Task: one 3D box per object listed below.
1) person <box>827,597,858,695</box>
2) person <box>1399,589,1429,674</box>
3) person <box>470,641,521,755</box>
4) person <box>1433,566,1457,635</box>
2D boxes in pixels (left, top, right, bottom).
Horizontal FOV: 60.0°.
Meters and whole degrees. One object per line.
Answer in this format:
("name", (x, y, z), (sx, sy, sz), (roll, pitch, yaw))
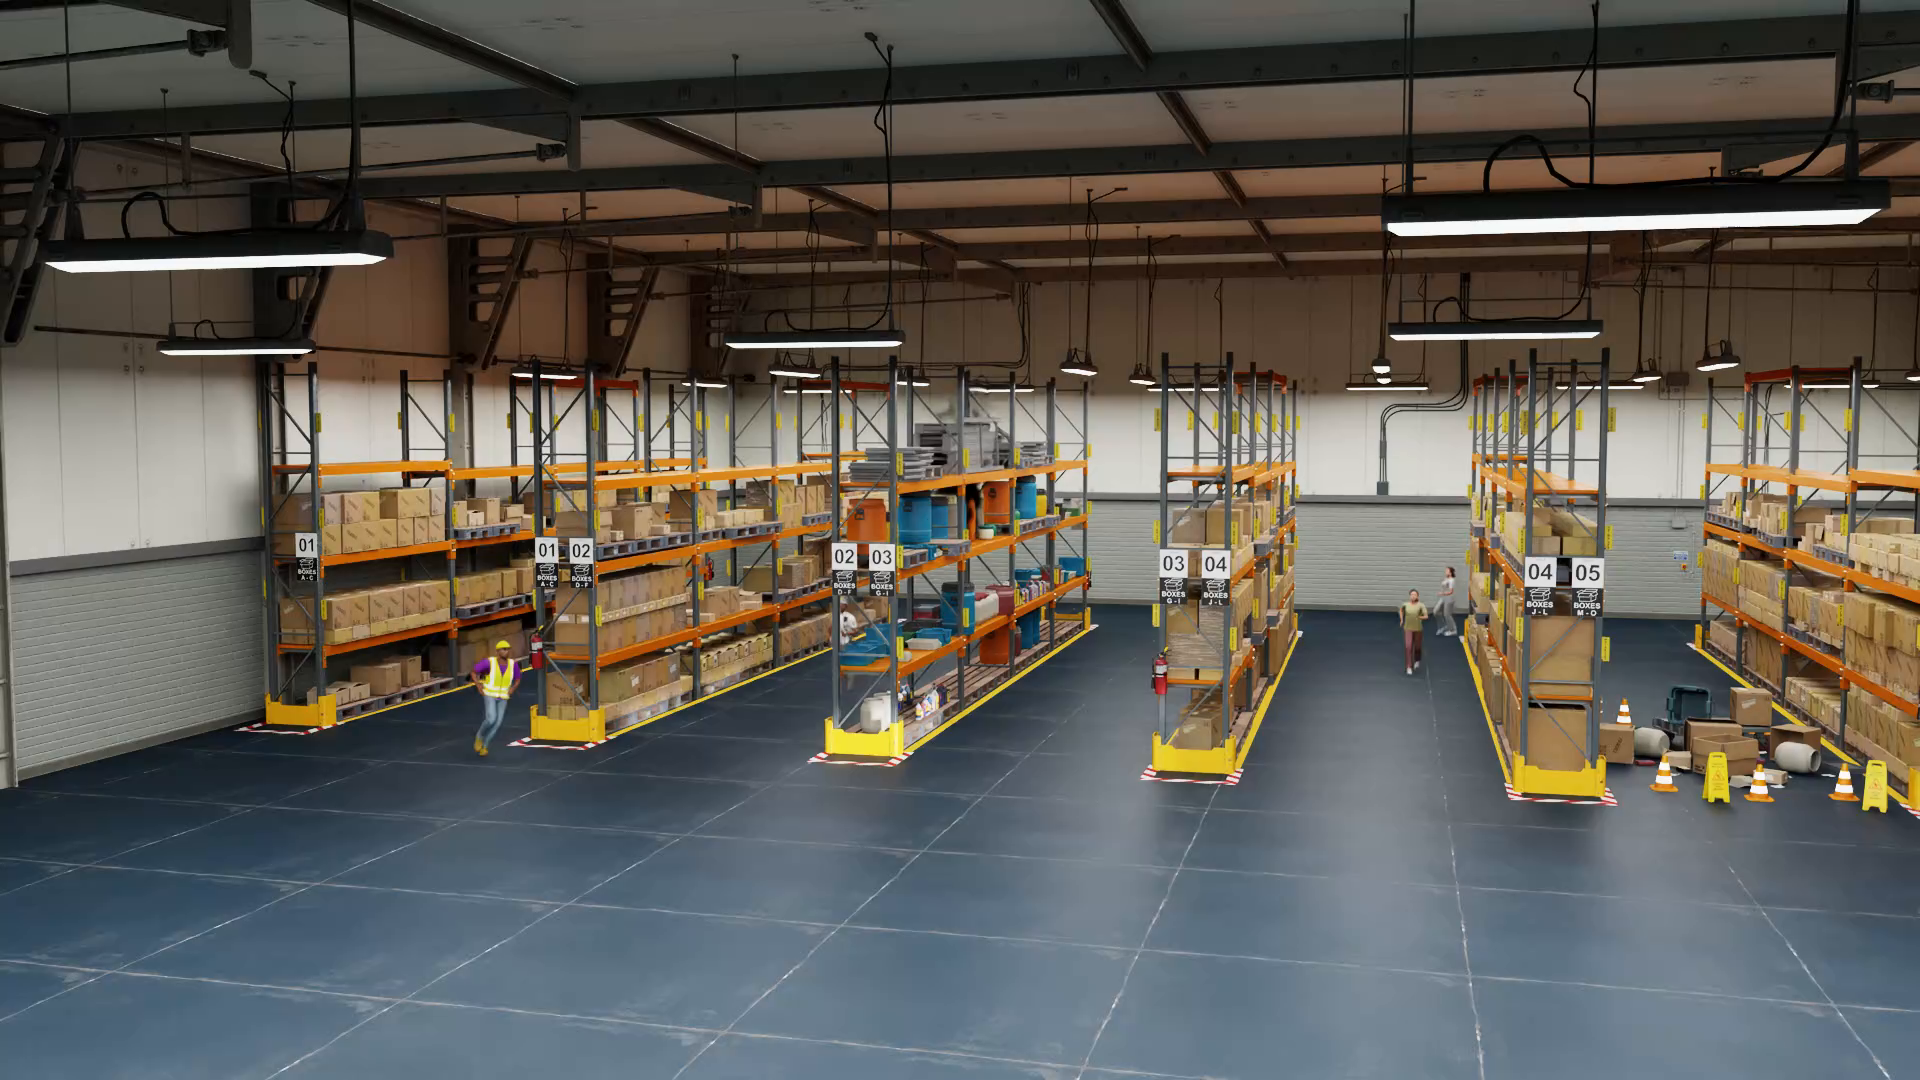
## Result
("person", (-2.074, 1.833, 29.052), (0.588, 1.695, 0.770), (1, 4, 13))
("person", (9.059, 1.807, 33.222), (0.575, 1.651, 0.970), (1, 4, 17))
("person", (-6.981, 2.390, 25.175), (0.727, 1.716, 0.536), (-3, 5, -37))
("person", (11.456, 1.442, 39.064), (0.621, 1.644, 0.582), (-1, 4, -12))
